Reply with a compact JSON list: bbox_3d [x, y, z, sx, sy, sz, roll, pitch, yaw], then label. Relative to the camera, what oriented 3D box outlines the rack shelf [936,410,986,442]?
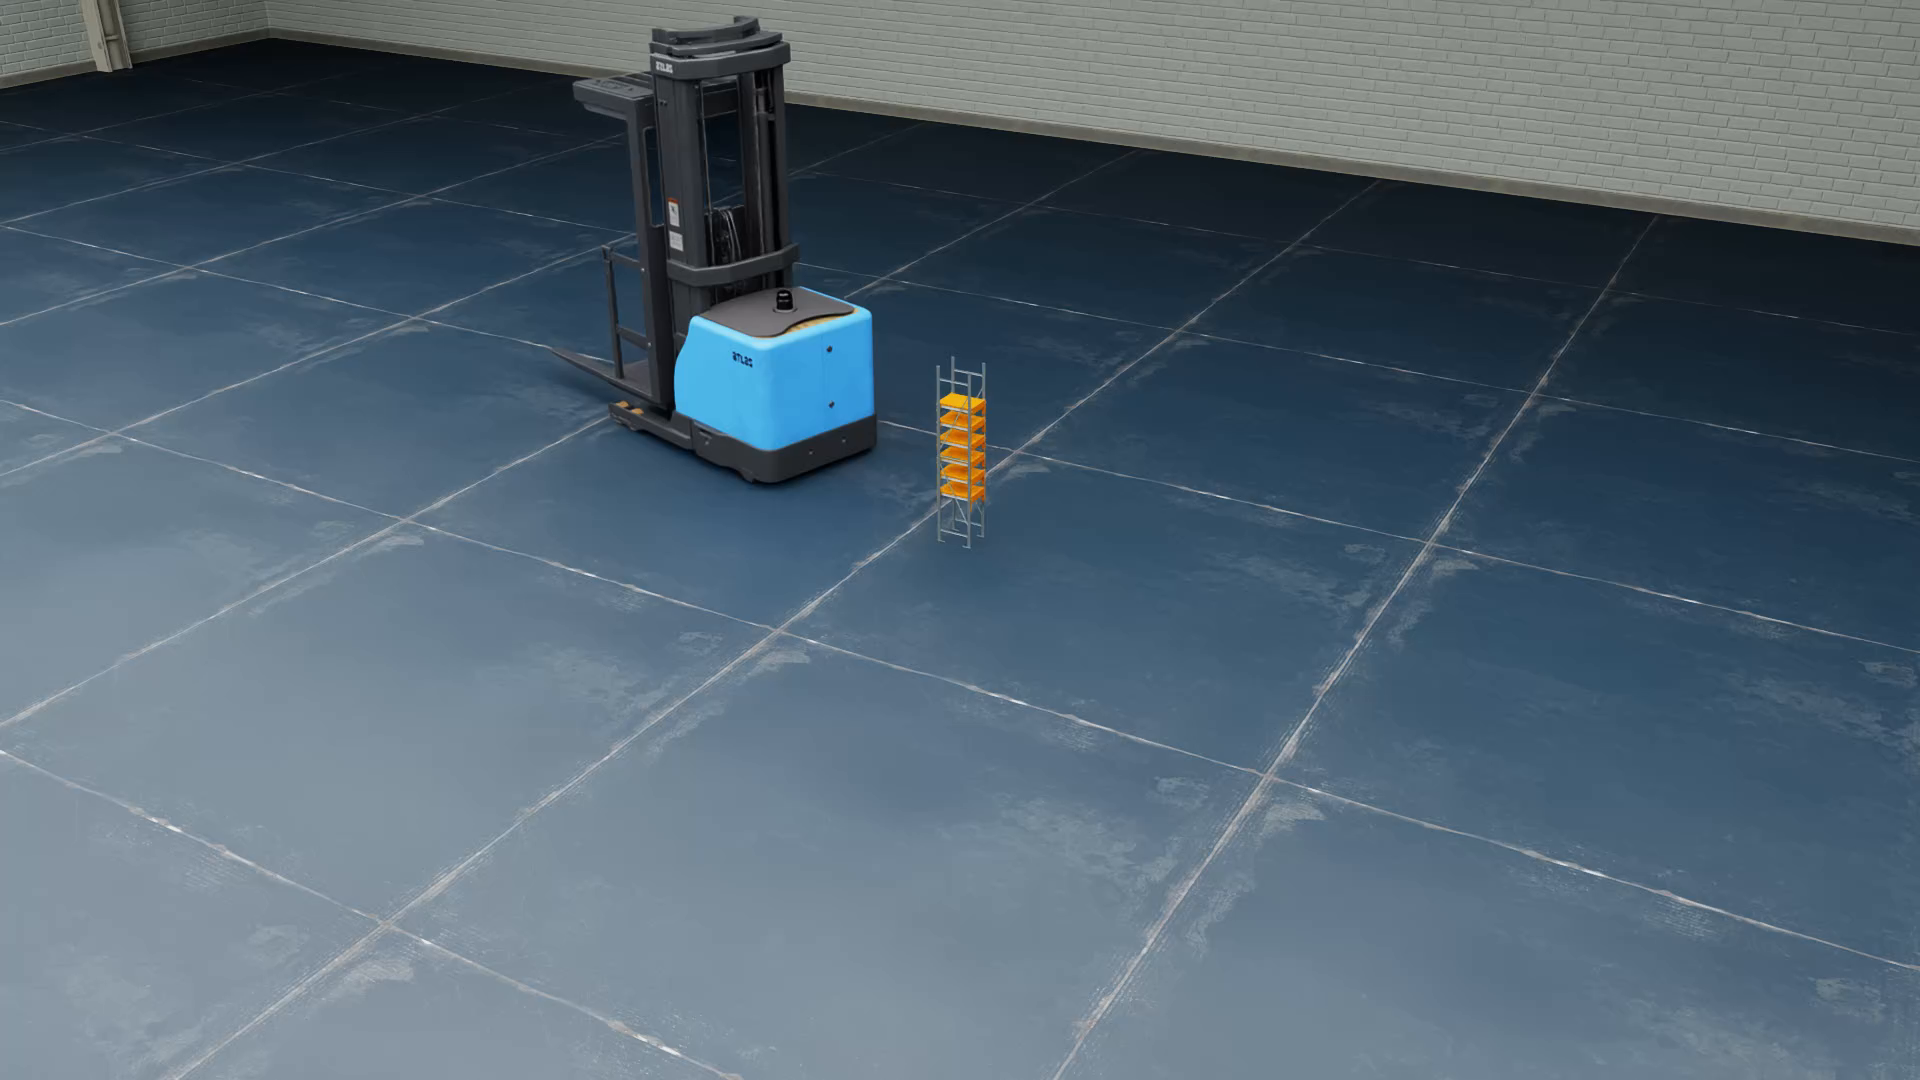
[{"bbox_3d":[0.007,-0.717,10.405,0.258,0.103,0.180,14,30,26],"label":"rack shelf"}]

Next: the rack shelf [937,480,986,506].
[{"bbox_3d":[0.007,-0.288,10.620,0.258,0.103,0.180,14,30,26],"label":"rack shelf"}]

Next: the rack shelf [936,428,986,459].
[{"bbox_3d":[0.007,-0.610,10.459,0.258,0.103,0.180,14,30,26],"label":"rack shelf"}]

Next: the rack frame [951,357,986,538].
[{"bbox_3d":[0.052,-0.578,10.564,0.240,1.200,0.006,14,30,26],"label":"rack frame"}]

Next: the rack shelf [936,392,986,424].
[{"bbox_3d":[0.007,-0.824,10.351,0.258,0.103,0.180,14,30,26],"label":"rack shelf"}]

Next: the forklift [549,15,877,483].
[{"bbox_3d":[-1.989,-2.264,11.998,1.130,2.935,3.031,-24,35,-39],"label":"forklift"}]

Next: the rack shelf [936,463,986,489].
[{"bbox_3d":[0.007,-0.395,10.566,0.258,0.103,0.180,14,30,26],"label":"rack shelf"}]

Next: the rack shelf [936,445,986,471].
[{"bbox_3d":[0.007,-0.502,10.513,0.258,0.103,0.180,14,30,26],"label":"rack shelf"}]

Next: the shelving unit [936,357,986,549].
[{"bbox_3d":[0.007,-0.542,10.493,0.258,1.200,0.189,14,30,26],"label":"shelving unit"}]

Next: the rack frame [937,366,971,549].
[{"bbox_3d":[-0.038,-0.507,10.421,0.240,1.200,0.006,14,30,26],"label":"rack frame"}]
